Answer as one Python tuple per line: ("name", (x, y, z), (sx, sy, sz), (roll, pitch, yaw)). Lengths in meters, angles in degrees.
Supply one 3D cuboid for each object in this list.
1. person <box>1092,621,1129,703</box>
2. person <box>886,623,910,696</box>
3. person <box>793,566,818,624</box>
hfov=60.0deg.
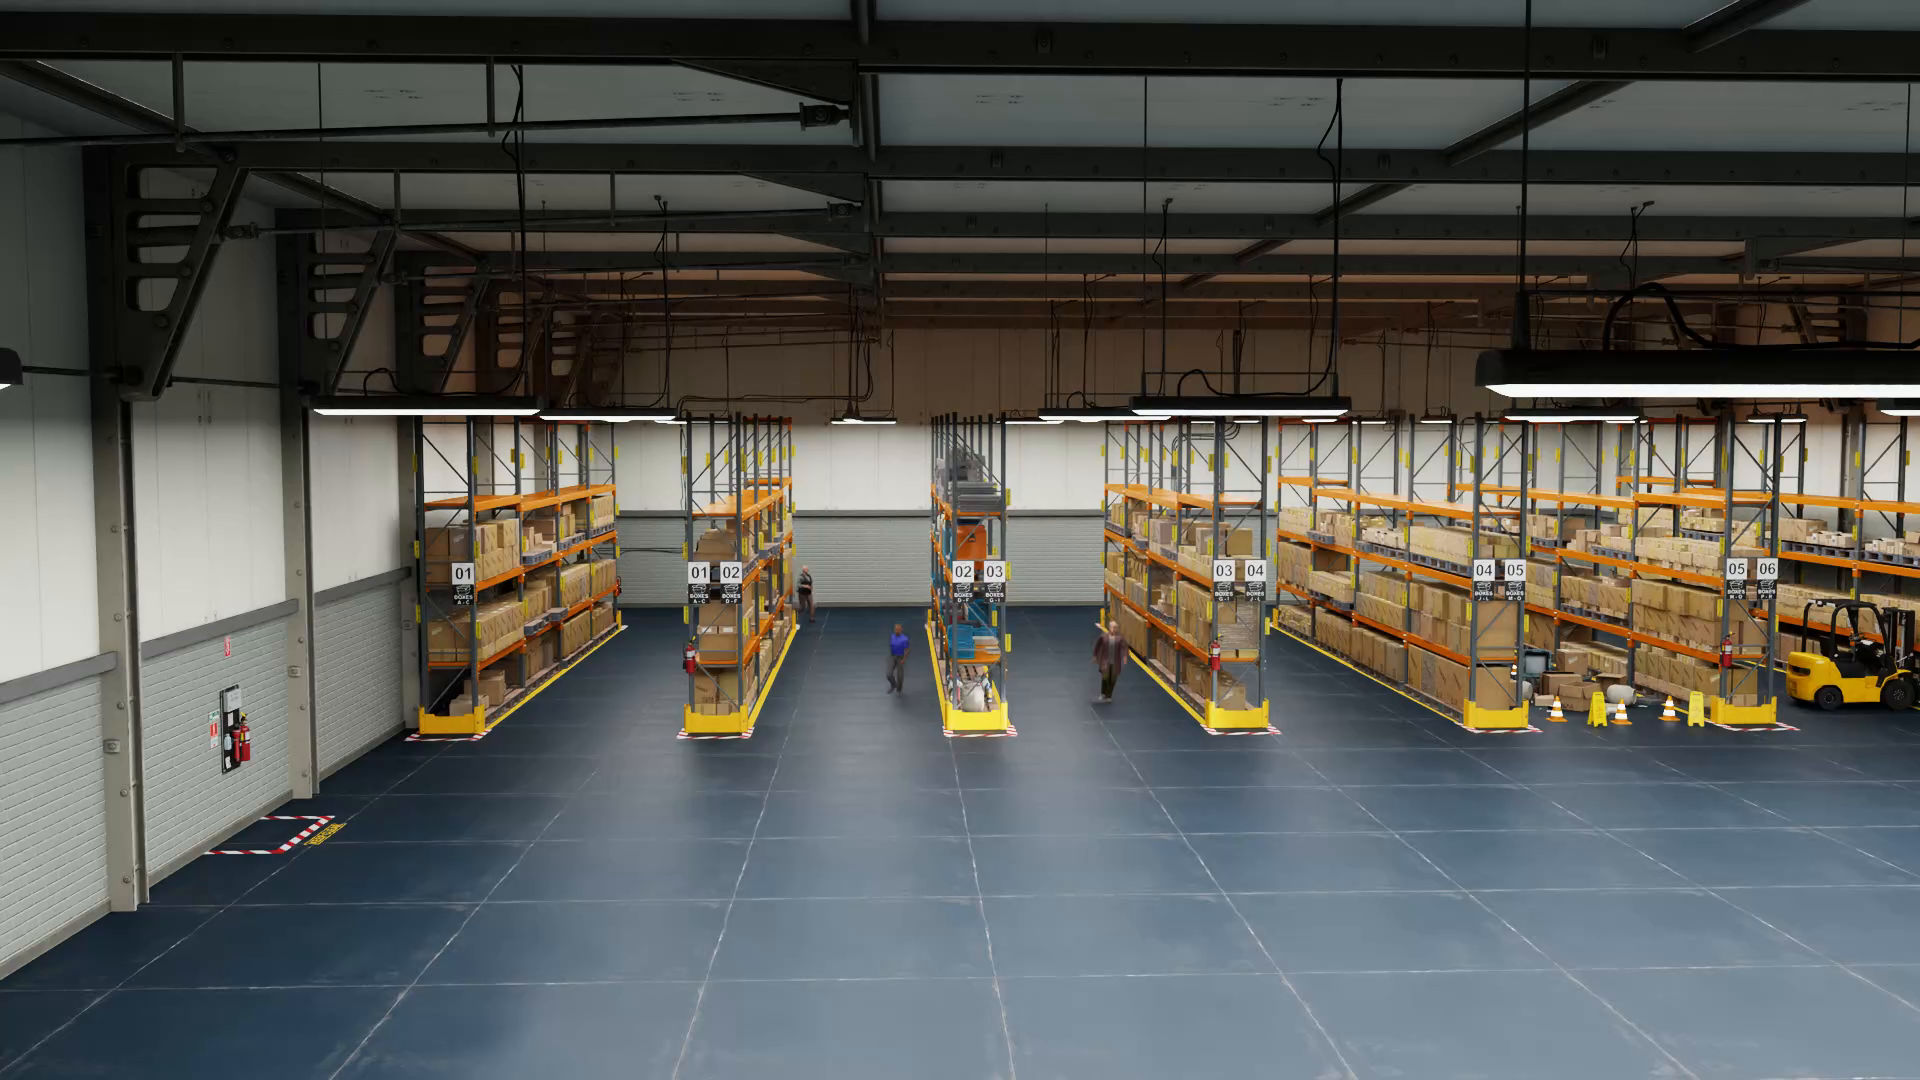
("person", (3.115, 2.521, 34.158), (0.704, 1.722, 0.826), (0, 4, -3))
("person", (-1.305, 2.526, 35.170), (0.583, 1.593, 0.652), (1, 4, 19))
("person", (-4.554, 1.590, 48.493), (0.904, 1.709, 0.656), (3, 5, 40))
